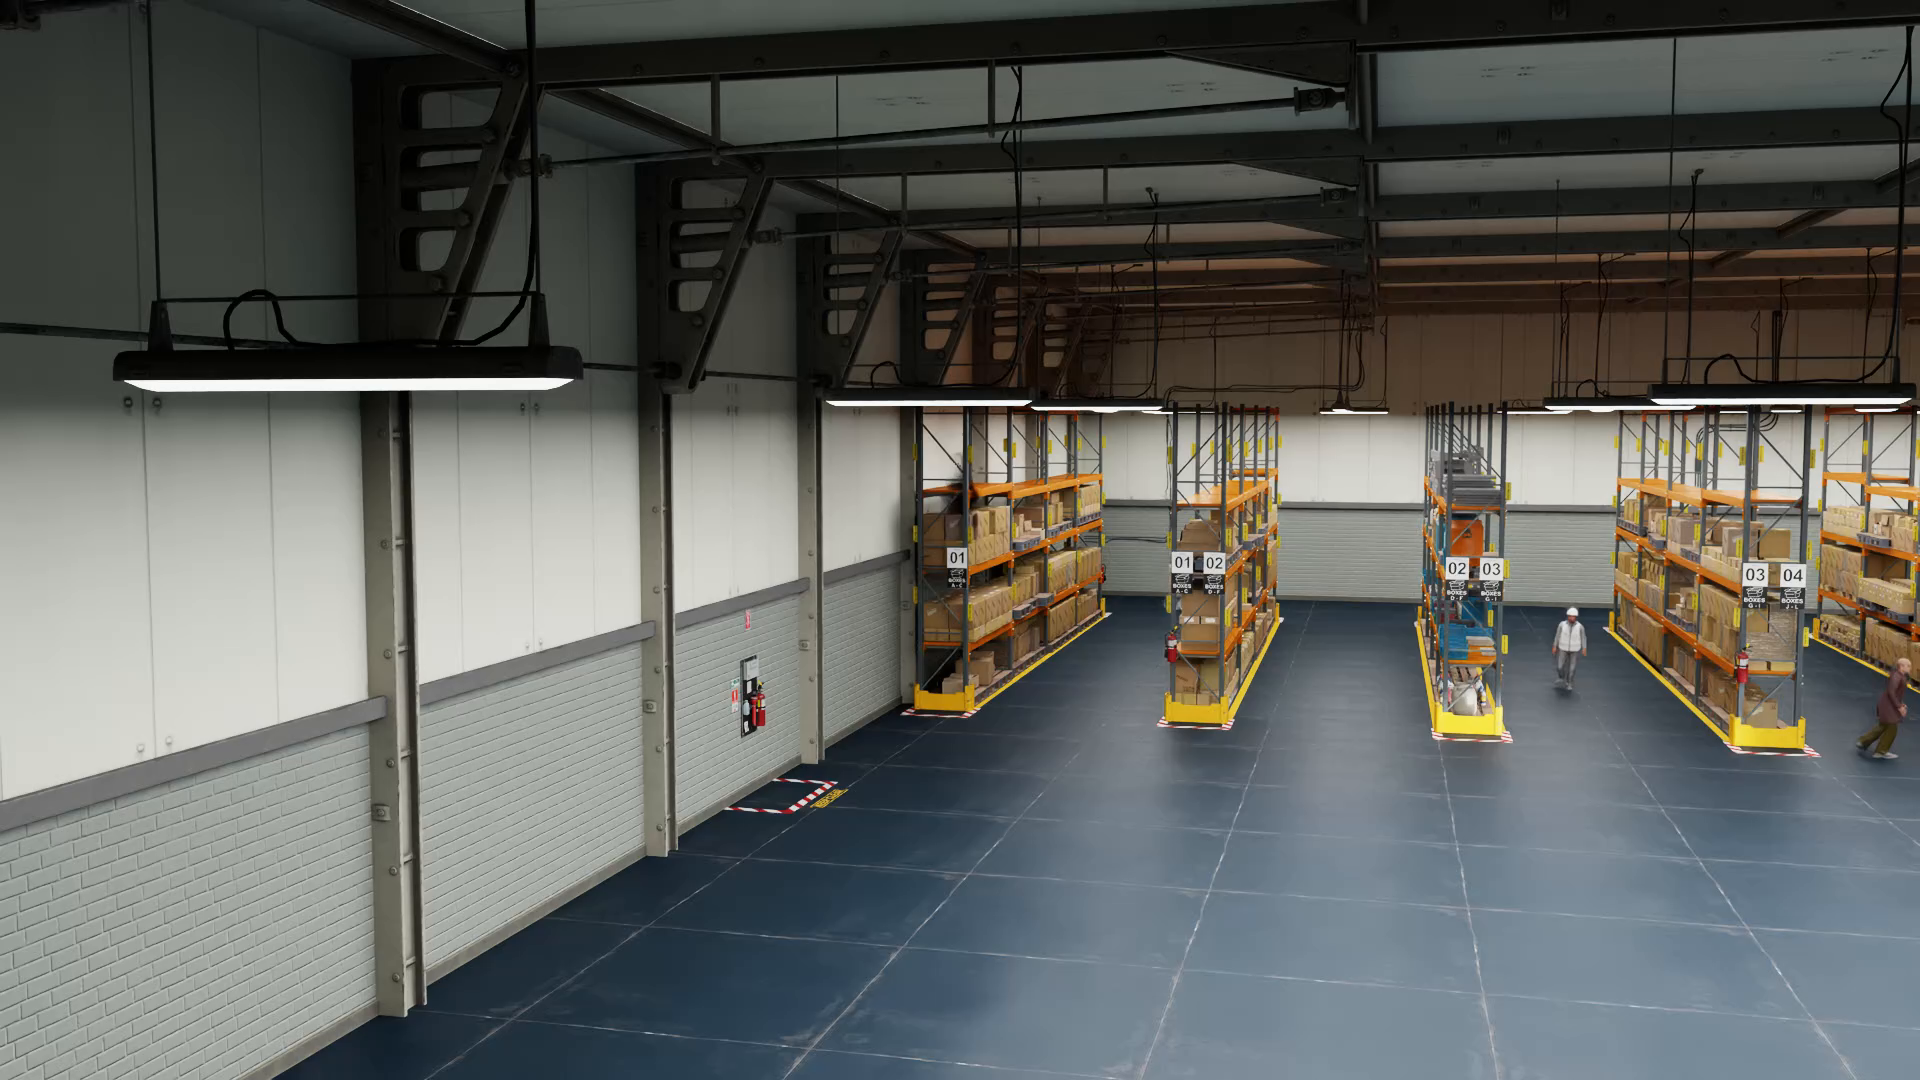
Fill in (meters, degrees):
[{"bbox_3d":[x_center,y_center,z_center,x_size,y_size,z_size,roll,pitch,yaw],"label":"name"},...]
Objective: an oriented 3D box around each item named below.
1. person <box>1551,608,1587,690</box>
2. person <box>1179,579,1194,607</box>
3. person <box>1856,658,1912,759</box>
[{"bbox_3d":[12.743,2.279,34.792,0.688,1.743,0.528,1,4,18],"label":"person"},{"bbox_3d":[6.896,1.340,48.921,0.994,1.530,0.576,4,6,44],"label":"person"},{"bbox_3d":[15.498,2.810,27.879,0.756,1.712,0.706,2,5,29],"label":"person"}]
